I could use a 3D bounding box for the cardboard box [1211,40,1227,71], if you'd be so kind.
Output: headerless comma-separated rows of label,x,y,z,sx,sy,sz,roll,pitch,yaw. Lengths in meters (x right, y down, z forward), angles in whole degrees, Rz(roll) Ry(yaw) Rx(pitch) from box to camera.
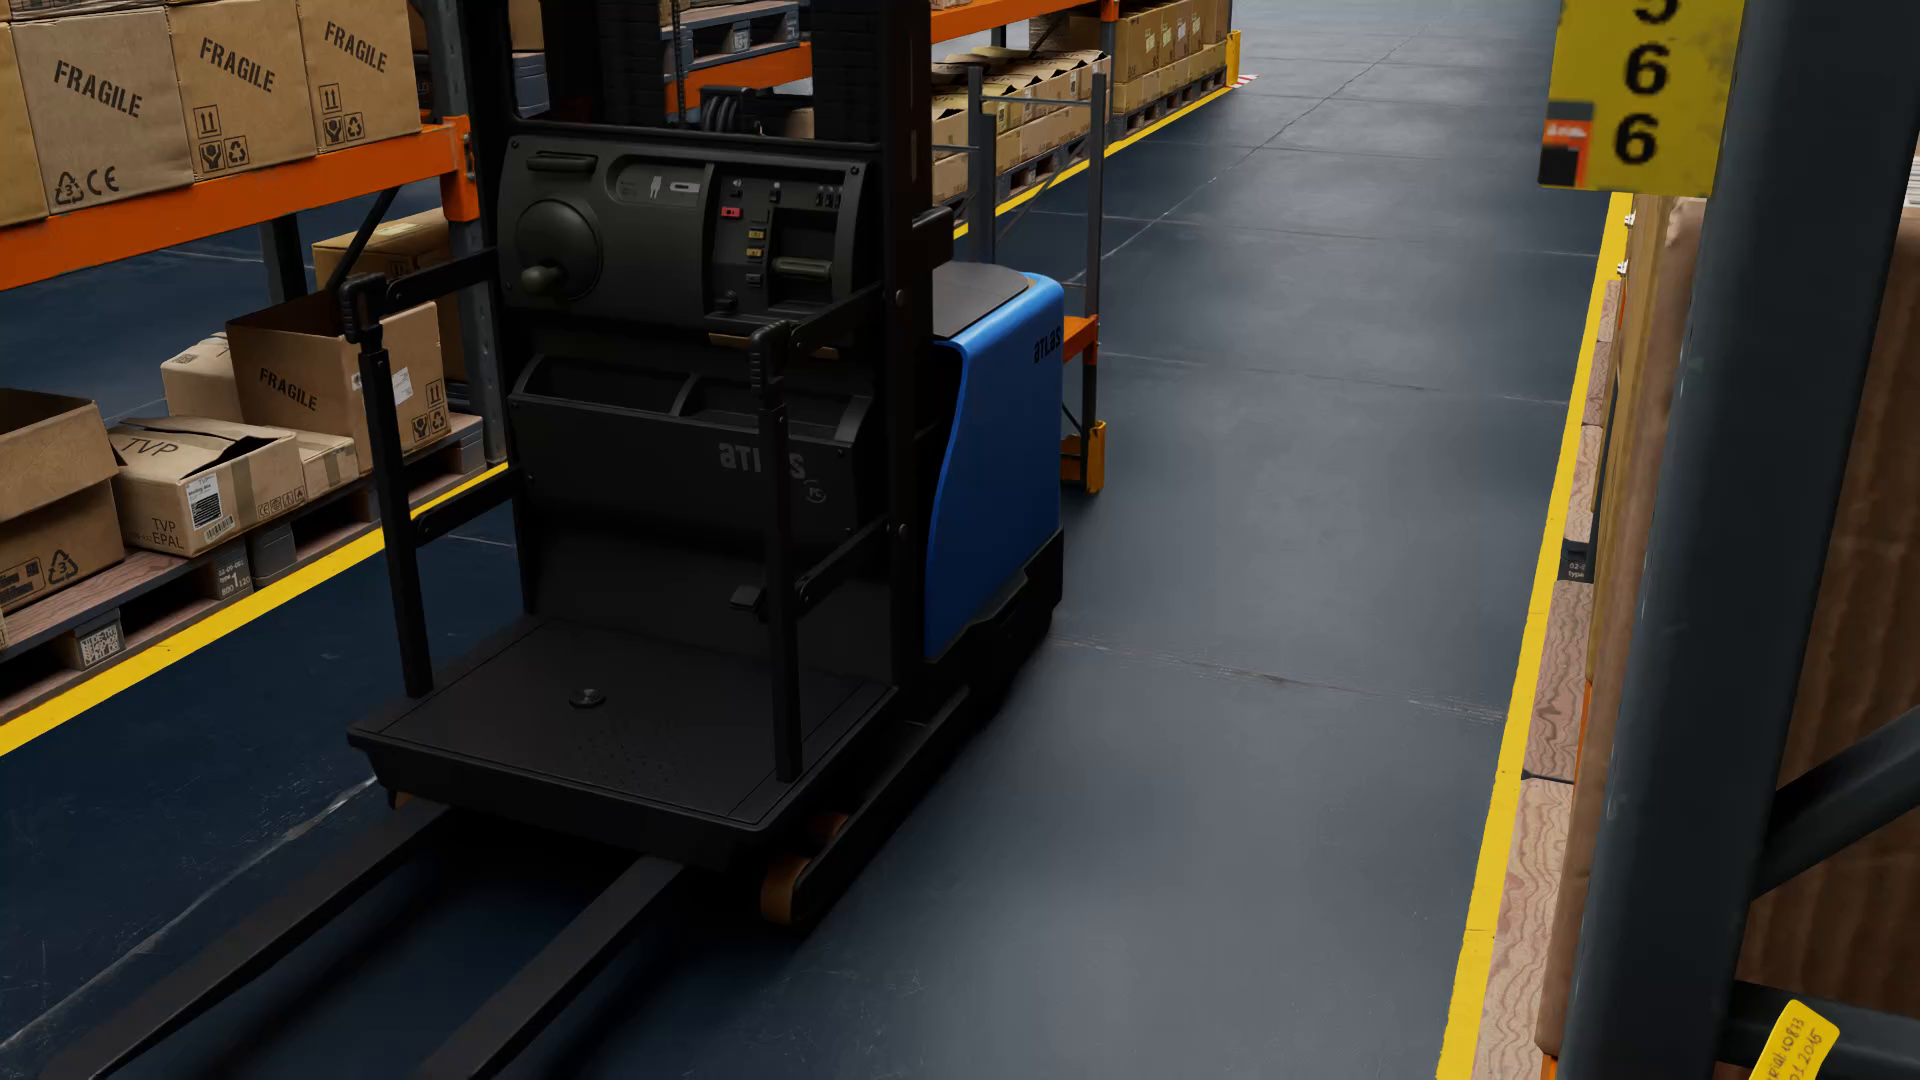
cardboard box,2.296,-4.745,16.241,0.500,0.250,0.500,9,24,20

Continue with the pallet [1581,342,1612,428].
pallet,3.032,-0.491,6.651,1.003,0.211,1.213,9,24,20

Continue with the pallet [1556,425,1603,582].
pallet,2.580,-0.053,5.602,1.003,0.211,1.213,9,24,20

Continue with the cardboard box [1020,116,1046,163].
cardboard box,0.280,-2.812,11.614,0.500,0.250,0.500,9,24,21

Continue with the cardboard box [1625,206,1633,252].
cardboard box,3.455,-1.441,7.553,0.750,0.750,0.750,8,24,19

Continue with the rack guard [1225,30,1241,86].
rack guard,2.229,-4.910,16.855,1.175,0.500,0.348,9,24,20

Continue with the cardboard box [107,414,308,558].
cardboard box,-2.464,-0.210,5.278,0.500,0.311,0.500,9,24,20

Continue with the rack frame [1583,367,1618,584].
rack frame,2.364,-1.052,4.378,1.000,3.000,0.127,9,24,20

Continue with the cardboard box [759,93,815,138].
cardboard box,-0.898,-2.198,8.820,0.500,0.250,0.500,10,25,22

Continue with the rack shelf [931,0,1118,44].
rack shelf,-0.008,-3.575,11.351,1.077,0.370,4.000,9,24,20

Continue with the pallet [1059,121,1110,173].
pallet,0.497,-3.067,12.819,1.003,0.211,1.213,9,24,20

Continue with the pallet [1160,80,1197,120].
pallet,1.521,-4.053,15.179,1.003,0.211,1.213,9,24,20

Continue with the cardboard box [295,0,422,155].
cardboard box,-2.184,-1.591,5.537,0.500,0.500,0.500,9,24,21

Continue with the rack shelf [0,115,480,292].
rack shelf,-2.980,-0.713,4.498,1.077,0.370,4.000,9,24,20

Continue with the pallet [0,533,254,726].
pallet,-2.945,0.210,4.973,1.003,0.211,1.213,9,24,20

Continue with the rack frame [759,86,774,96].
rack frame,-0.751,-3.192,9.499,1.000,3.000,0.127,9,24,20

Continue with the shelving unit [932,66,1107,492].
shelving unit,0.063,-0.749,5.596,0.587,1.500,1.083,9,24,21

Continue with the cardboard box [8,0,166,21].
cardboard box,-2.560,-1.686,4.467,0.500,0.500,0.500,9,24,20

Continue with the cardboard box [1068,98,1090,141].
cardboard box,0.660,-3.177,12.488,0.500,0.250,0.500,8,24,19

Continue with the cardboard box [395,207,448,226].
cardboard box,-2.128,-1.203,7.411,0.500,0.500,0.500,9,24,20

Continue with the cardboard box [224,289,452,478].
cardboard box,-2.185,-0.565,5.884,0.500,0.500,0.500,9,24,20

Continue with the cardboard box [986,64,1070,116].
cardboard box,0.475,-3.256,11.947,0.500,0.311,0.500,9,24,20

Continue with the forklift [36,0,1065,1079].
forklift,-0.722,-0.676,3.566,1.130,2.935,3.031,9,24,21

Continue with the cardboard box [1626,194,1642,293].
cardboard box,1.871,-0.739,3.237,0.980,0.700,0.700,8,24,19

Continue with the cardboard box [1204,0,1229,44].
cardboard box,2.298,-5.091,16.096,0.500,0.500,0.500,9,24,20

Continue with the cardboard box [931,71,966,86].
cardboard box,-0.220,-3.144,11.681,0.500,0.311,0.500,9,24,22

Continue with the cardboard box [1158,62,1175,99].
cardboard box,1.569,-4.027,14.522,0.500,0.250,0.500,9,24,20

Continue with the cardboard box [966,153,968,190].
cardboard box,-0.098,-2.442,10.727,0.500,0.250,0.500,8,24,19

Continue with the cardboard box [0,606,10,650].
cardboard box,-2.886,0.225,4.316,0.500,0.250,0.500,9,24,20

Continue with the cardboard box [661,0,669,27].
cardboard box,-1.657,-2.393,6.912,0.700,0.500,0.500,13,26,28

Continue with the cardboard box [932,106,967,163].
cardboard box,-0.284,-2.521,10.188,0.500,0.311,0.500,10,25,22

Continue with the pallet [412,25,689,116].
pallet,-1.839,-1.942,6.757,1.003,0.211,1.213,9,24,20

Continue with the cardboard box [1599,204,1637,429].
cardboard box,2.812,-0.824,6.075,0.750,0.750,0.750,10,24,22

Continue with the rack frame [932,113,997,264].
rack frame,-0.130,-0.571,5.172,0.500,1.500,0.032,9,24,21

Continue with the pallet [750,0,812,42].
pallet,-0.938,-2.851,8.932,1.213,0.211,1.003,9,24,20

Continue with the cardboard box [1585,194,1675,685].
cardboard box,1.318,-0.205,1.961,0.980,0.700,0.700,9,24,20

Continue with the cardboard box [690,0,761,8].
cardboard box,-1.397,-2.890,8.103,0.700,0.500,0.500,14,26,30

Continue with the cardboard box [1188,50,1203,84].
cardboard box,1.937,-4.385,15.380,0.500,0.250,0.500,9,24,20

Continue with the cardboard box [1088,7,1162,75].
cardboard box,1.376,-4.195,13.952,0.500,0.500,0.500,9,24,20

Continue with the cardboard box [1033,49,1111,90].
cardboard box,0.850,-3.621,12.822,0.500,0.311,0.500,9,24,20

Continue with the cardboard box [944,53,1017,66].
cardboard box,0.159,-3.516,12.571,0.500,0.311,0.500,8,24,19

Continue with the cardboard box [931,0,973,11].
cardboard box,-0.239,-3.443,10.216,0.500,0.311,0.500,8,24,19

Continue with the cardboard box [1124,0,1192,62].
cardboard box,1.753,-4.552,14.806,0.500,0.500,0.500,9,24,20

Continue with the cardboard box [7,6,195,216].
cardboard box,-2.563,-1.222,4.654,0.500,0.500,0.500,9,24,21

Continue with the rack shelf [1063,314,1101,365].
rack shelf,0.067,-0.586,5.674,0.538,0.185,1.000,9,24,21

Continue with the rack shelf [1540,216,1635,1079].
rack shelf,1.621,-0.005,2.803,1.077,0.370,4.000,9,24,20

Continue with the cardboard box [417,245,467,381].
cardboard box,-1.831,-0.948,6.800,0.500,0.500,0.500,8,24,18

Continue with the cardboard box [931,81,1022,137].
cardboard box,0.095,-2.892,11.077,0.500,0.311,0.500,8,24,19

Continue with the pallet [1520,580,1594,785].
pallet,2.009,0.495,4.291,1.003,0.211,1.213,9,24,20

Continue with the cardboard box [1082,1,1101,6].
cardboard box,1.083,-4.448,14.557,0.500,0.500,0.500,9,24,20

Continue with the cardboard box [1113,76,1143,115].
cardboard box,1.188,-3.671,13.669,0.500,0.250,0.500,9,24,20

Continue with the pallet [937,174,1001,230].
pallet,-0.409,-2.194,10.729,1.003,0.211,1.213,9,24,20
